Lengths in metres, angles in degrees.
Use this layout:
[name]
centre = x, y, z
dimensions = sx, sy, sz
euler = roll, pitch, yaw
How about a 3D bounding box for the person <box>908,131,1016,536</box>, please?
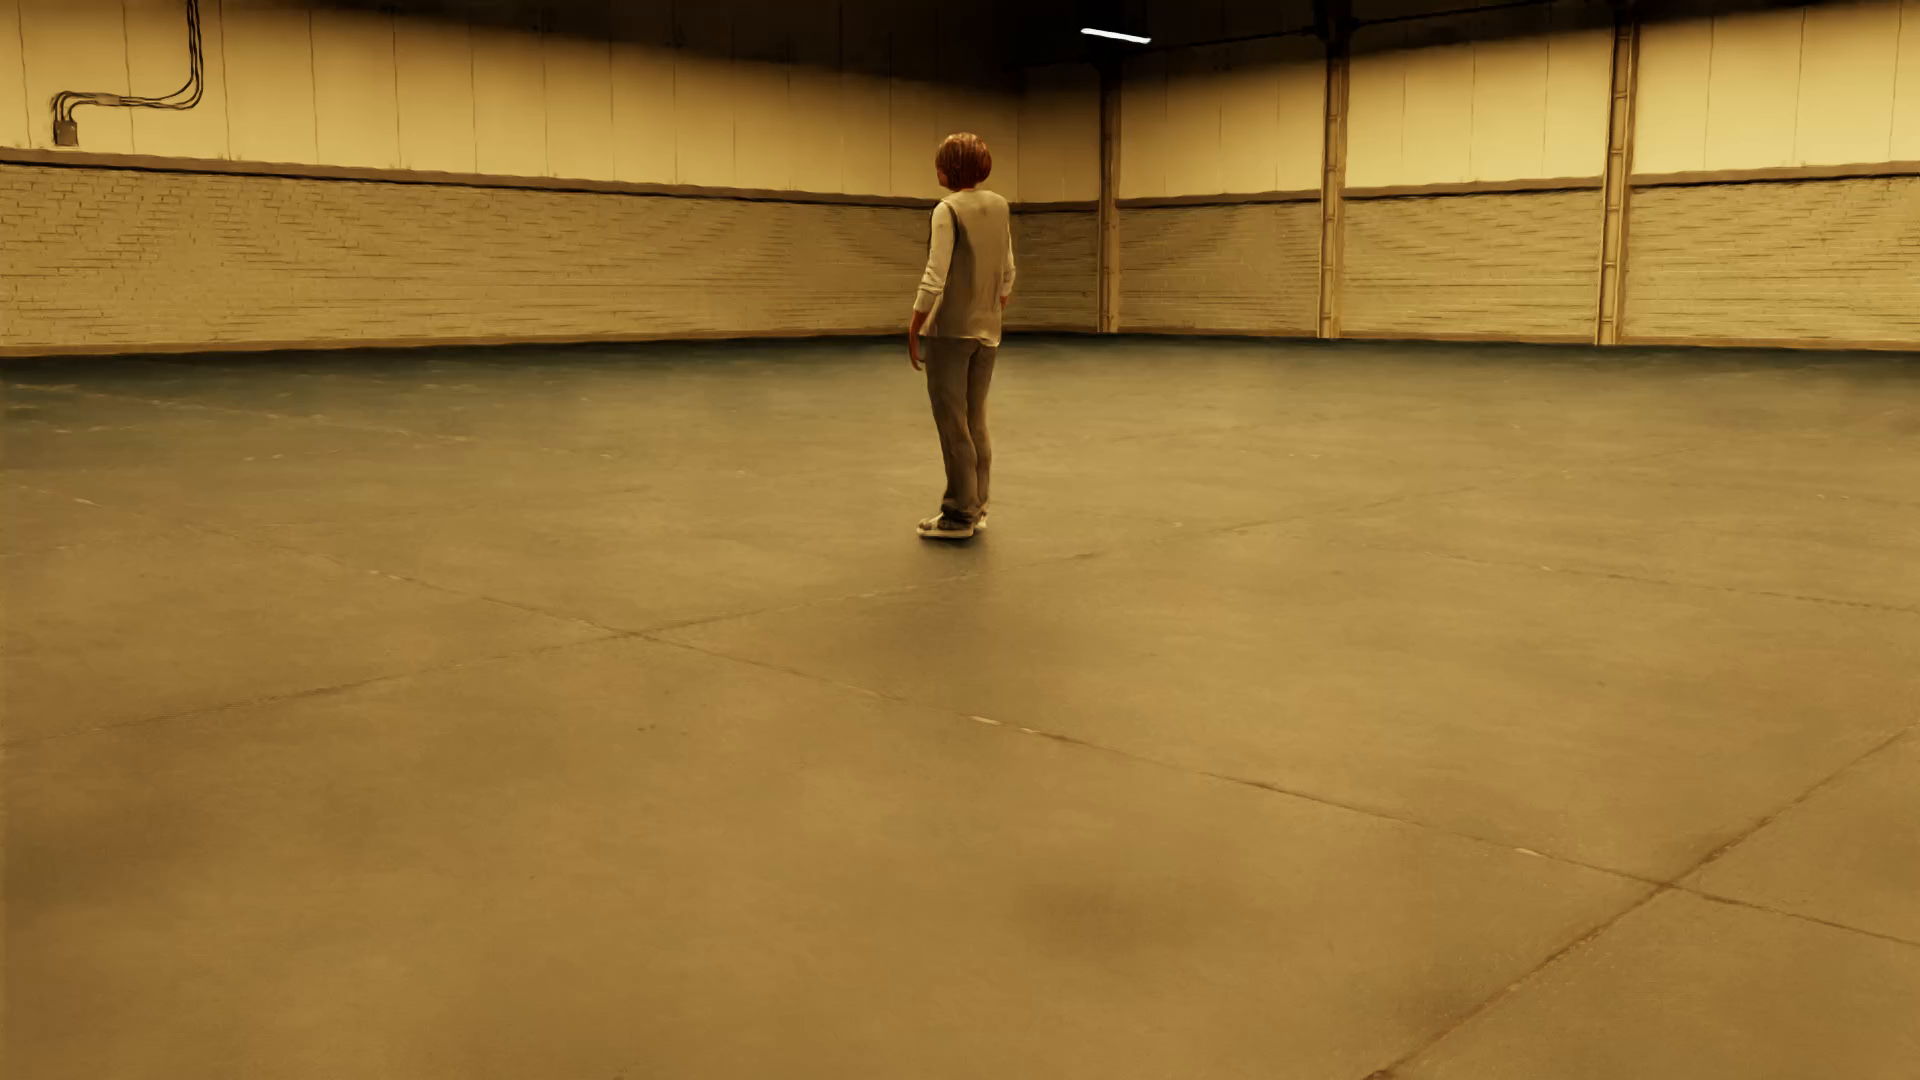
[person]
centre = -0.044, -0.806, 6.658
dimensions = 0.474, 1.597, 0.521
euler = 8, 12, 43
